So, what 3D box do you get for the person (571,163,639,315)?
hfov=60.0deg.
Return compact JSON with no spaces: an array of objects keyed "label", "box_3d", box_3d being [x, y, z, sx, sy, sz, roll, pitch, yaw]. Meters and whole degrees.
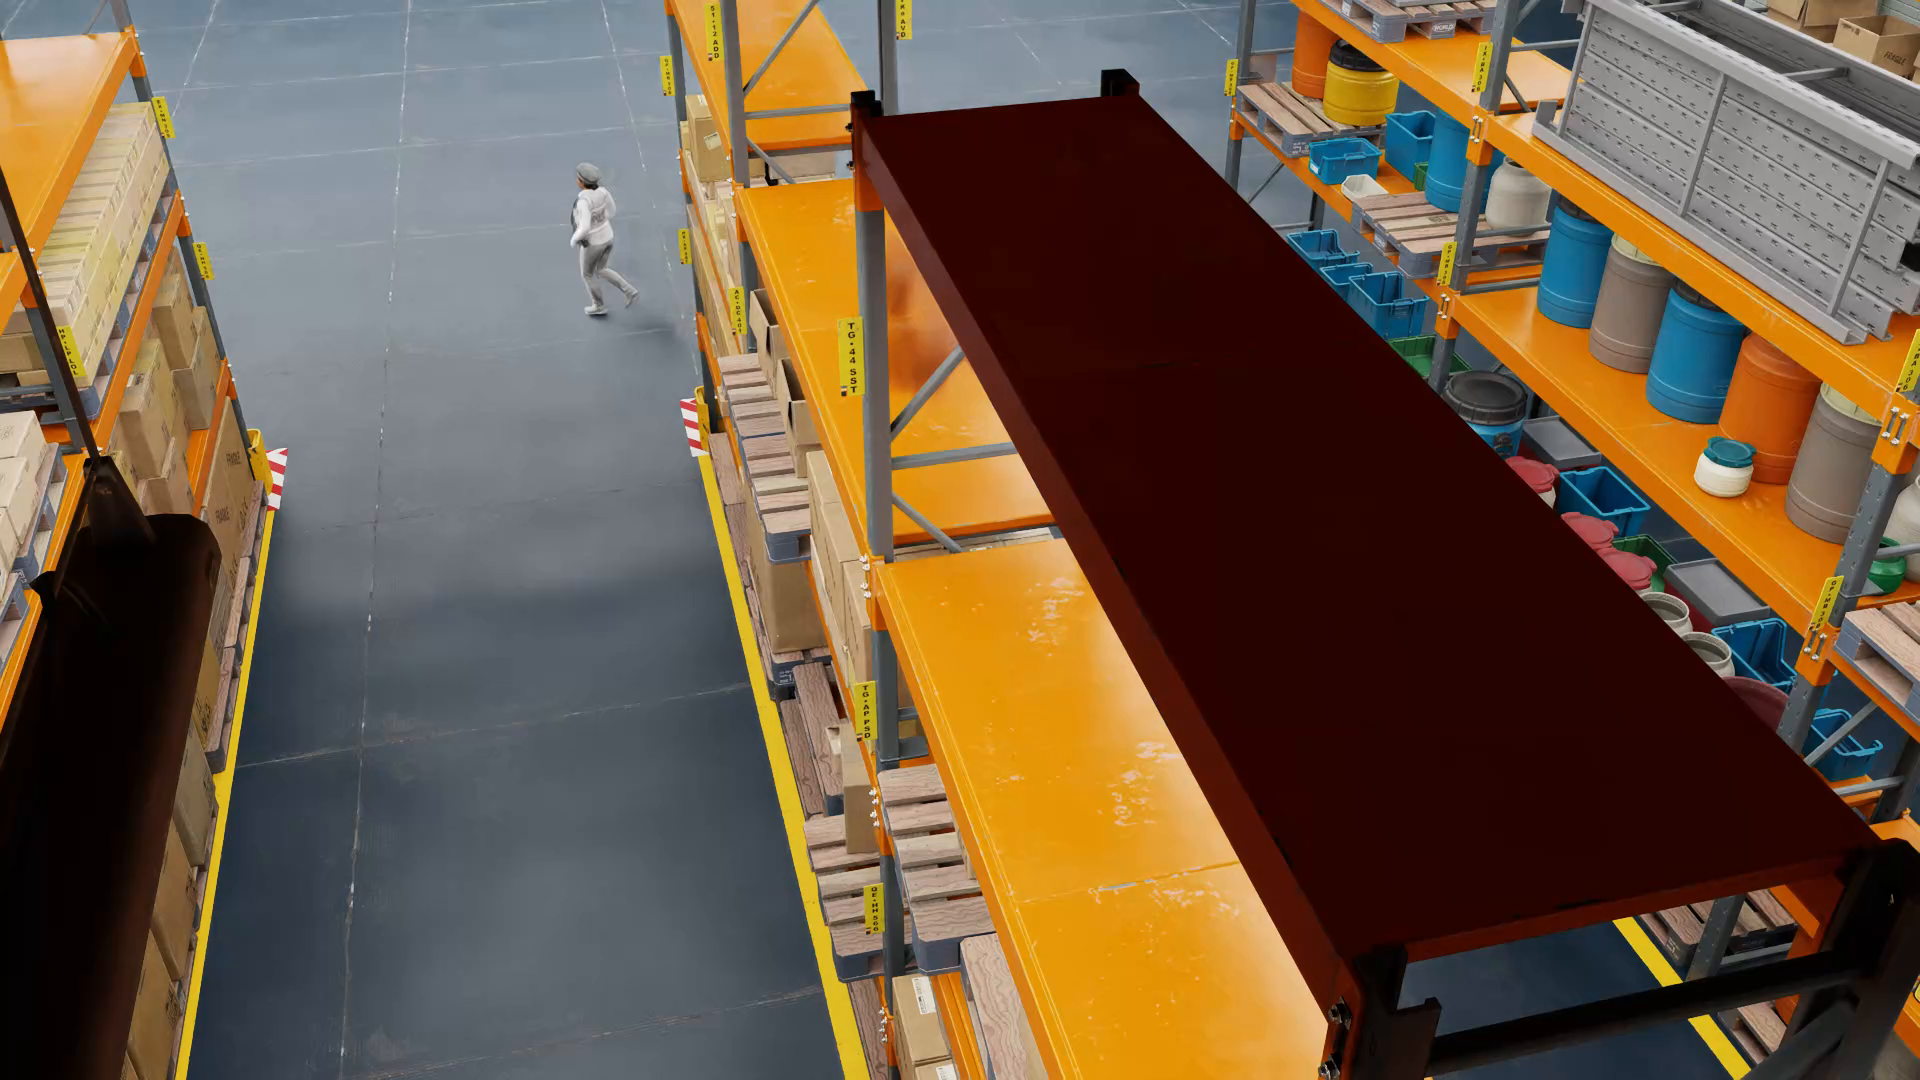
[{"label":"person","box_3d":[-3.697,-3.046,17.081,0.649,1.685,0.644,14,37,20]}]
